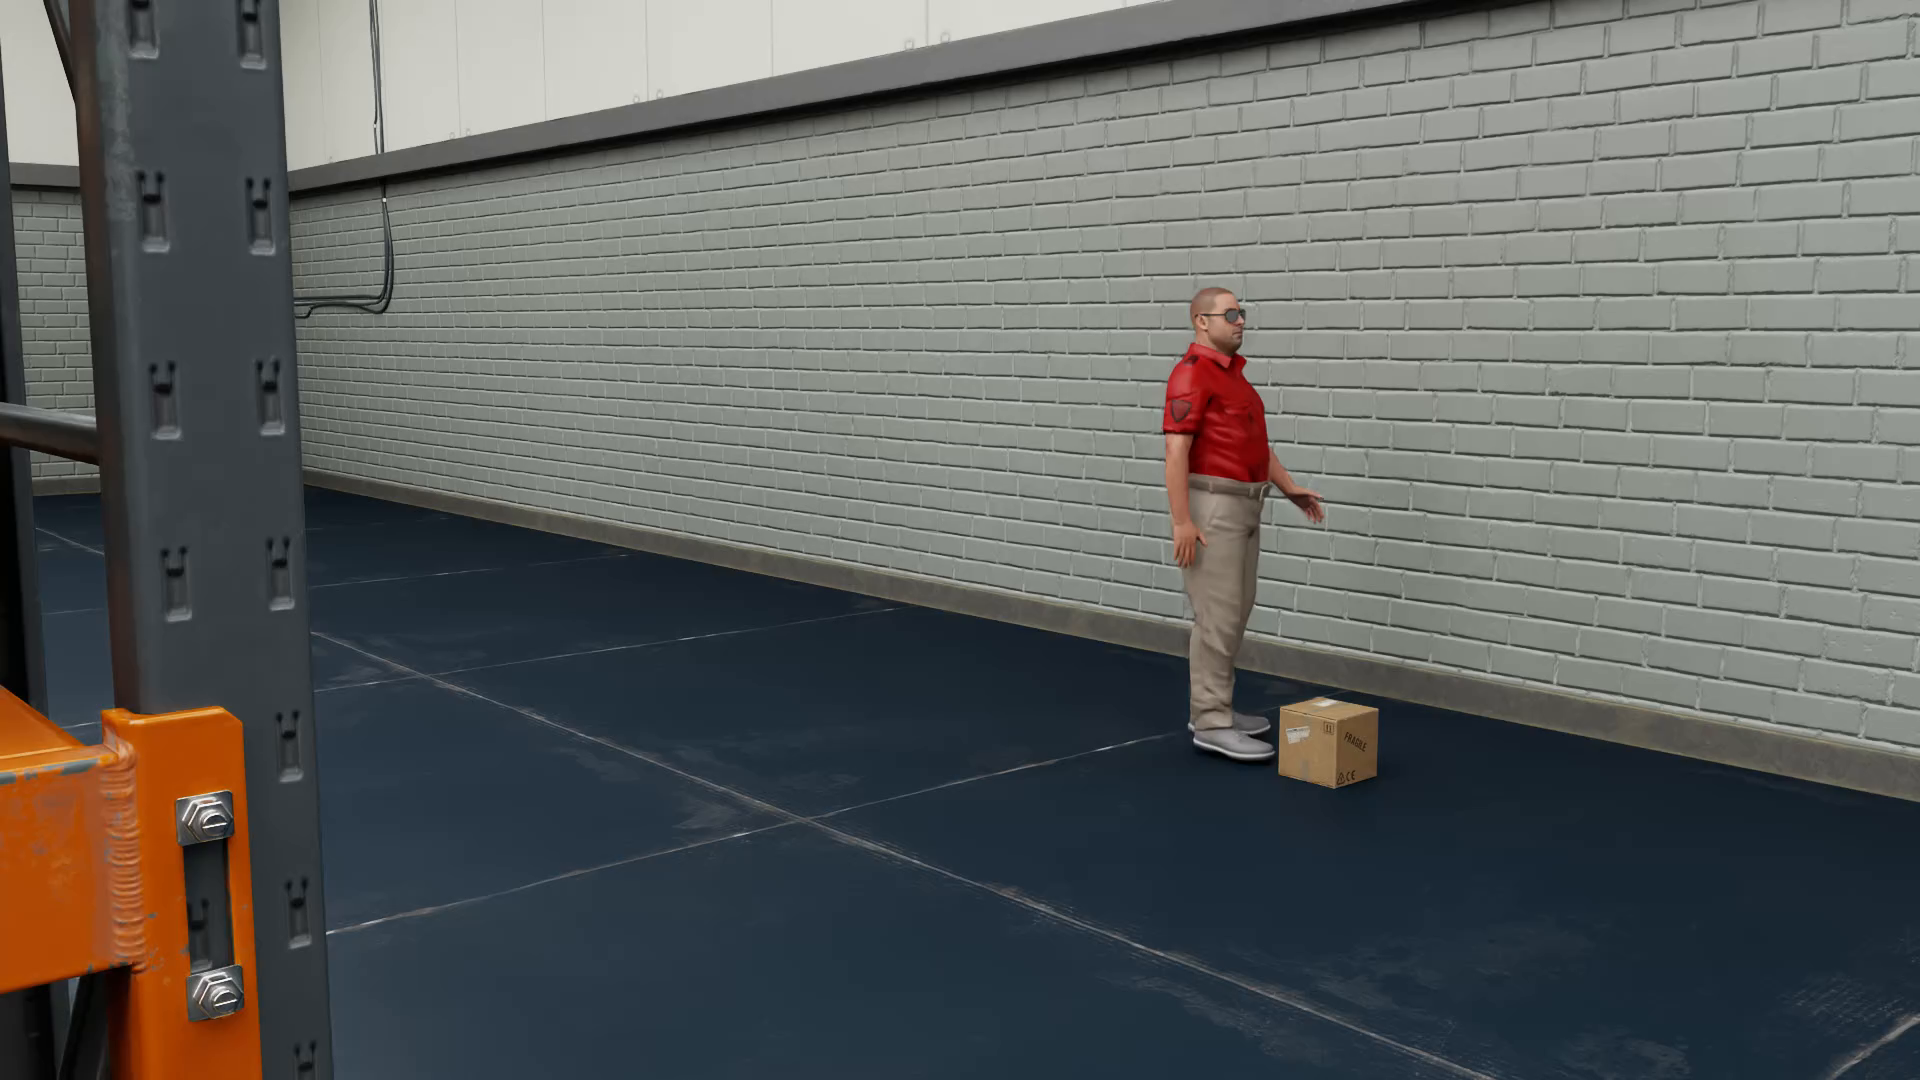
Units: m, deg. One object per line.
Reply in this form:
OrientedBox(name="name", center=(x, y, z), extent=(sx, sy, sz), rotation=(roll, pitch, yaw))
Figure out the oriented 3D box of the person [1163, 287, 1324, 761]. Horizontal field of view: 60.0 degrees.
OrientedBox(name="person", center=(1.064, -0.076, 6.282), extent=(0.467, 1.738, 0.701), rotation=(4, 8, 27))
